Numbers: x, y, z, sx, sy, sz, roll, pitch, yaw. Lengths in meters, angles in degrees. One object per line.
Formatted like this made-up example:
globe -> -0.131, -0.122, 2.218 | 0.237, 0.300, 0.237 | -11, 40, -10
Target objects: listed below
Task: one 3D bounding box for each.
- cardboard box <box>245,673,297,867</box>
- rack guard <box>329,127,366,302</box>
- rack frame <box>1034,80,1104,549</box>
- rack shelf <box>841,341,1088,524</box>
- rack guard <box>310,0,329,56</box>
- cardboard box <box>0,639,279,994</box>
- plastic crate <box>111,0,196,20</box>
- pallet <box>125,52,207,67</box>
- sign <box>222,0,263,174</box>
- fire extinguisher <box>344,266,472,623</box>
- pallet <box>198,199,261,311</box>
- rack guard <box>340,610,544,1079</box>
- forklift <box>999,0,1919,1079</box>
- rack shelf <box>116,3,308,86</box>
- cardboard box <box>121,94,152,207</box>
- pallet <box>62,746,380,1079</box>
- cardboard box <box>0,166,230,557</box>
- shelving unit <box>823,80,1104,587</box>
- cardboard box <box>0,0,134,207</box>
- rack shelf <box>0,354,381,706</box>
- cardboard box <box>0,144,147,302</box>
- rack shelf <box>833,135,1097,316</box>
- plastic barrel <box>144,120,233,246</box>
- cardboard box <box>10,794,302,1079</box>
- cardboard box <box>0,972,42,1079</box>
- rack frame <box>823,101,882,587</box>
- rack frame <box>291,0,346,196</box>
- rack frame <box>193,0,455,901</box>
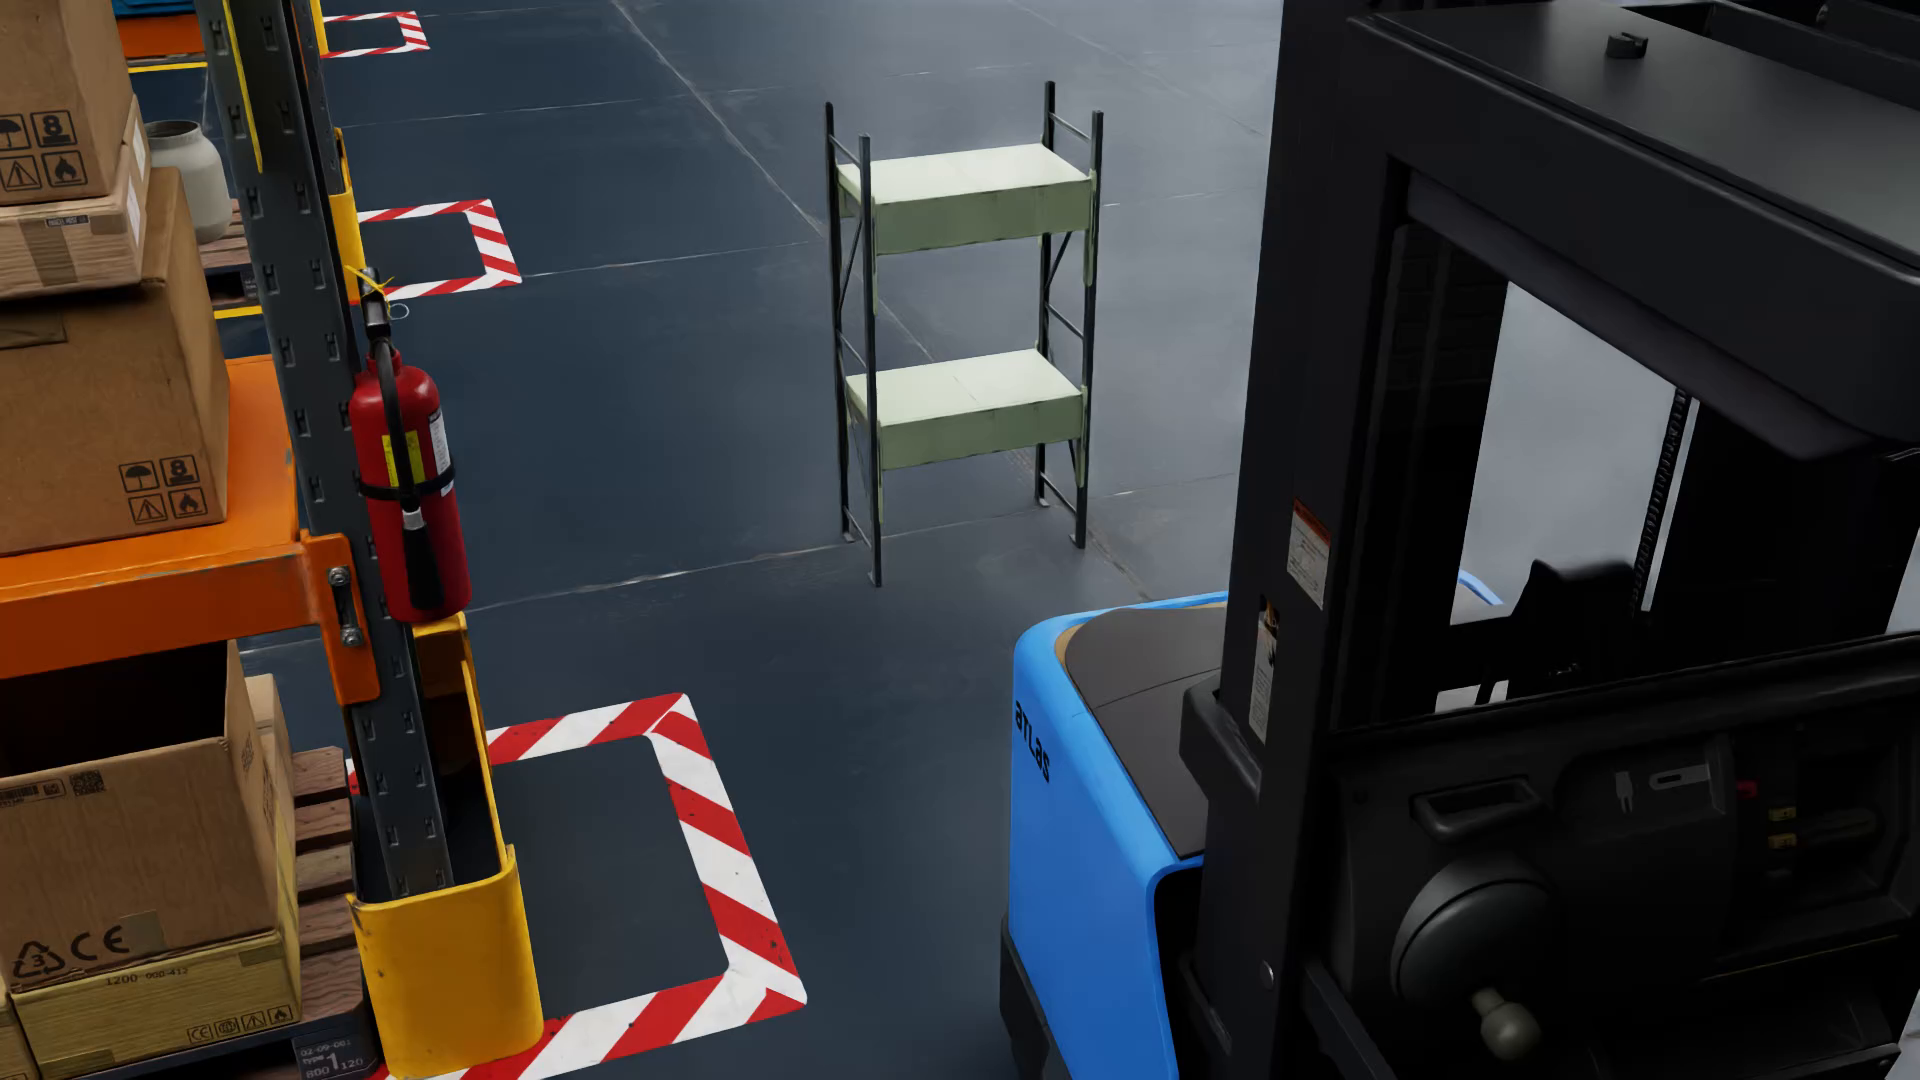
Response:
cardboard box -> -1.896, 0.602, 4.016 | 0.500, 0.250, 0.500 | -10, 31, -18
rack guard -> -3.094, -1.577, 8.013 | 0.348, 0.500, 1.175 | -10, 31, -18
rack frame -> 0.349, -0.716, 5.492 | 0.023, 1.500, 0.400 | -10, 31, -18
rack shelf -> 0.006, -0.370, 5.542 | 0.720, 0.370, 0.431 | -10, 31, -18
rack guard -> -4.838, -3.897, 12.085 | 0.348, 0.500, 1.175 | -10, 31, -18
cardboard box -> -1.715, 0.518, 3.407 | 0.500, 0.500, 0.500 | -10, 31, -18
plastic crate -> -3.404, -2.408, 7.097 | 0.616, 0.251, 0.499 | -10, 31, -18
pallet -> -5.612, -3.648, 11.939 | 1.213, 0.211, 1.003 | -10, 31, -18
sign -> -1.140, -0.751, 2.630 | 0.005, 0.325, 0.100 | -10, 31, -18
fire extinguisher -> -1.043, -0.171, 3.098 | 0.183, 0.674, 0.296 | -10, 31, -18
pallet -> -3.858, -1.314, 7.843 | 1.213, 0.211, 1.003 | -10, 31, -18
rack guard -> -1.293, 0.682, 4.047 | 0.348, 0.500, 1.175 | -10, 31, -18
forklift -> 0.978, 0.457, 1.987 | 1.130, 2.935, 3.031 | -8, 31, -14
rack shelf -> -4.914, -2.040, 7.028 | 4.000, 0.370, 1.077 | -10, 31, -18
cardboard box -> -1.759, -0.757, 3.292 | 0.250, 0.149, 0.380 | -11, 31, -18
pallet -> -2.018, 0.963, 3.846 | 1.213, 0.211, 1.003 | -10, 31, -18
cardboard box -> -1.758, -0.368, 3.265 | 0.500, 0.500, 0.700 | -10, 31, -18
shelving unit -> 0.006, -0.653, 5.381 | 0.755, 1.500, 0.431 | -10, 31, -18
cardboard box -> -1.807, -0.923, 2.928 | 0.500, 0.500, 0.700 | -10, 31, -17
rack shelf -> -3.190, 0.258, 2.993 | 4.000, 0.370, 1.077 | -10, 31, -18
cardboard box -> -1.607, -0.570, 2.965 | 0.250, 0.149, 0.380 | -11, 31, -18
rack shelf -> 0.006, -0.992, 5.188 | 0.720, 0.370, 0.431 | -10, 31, -18
plastic barrel -> -3.630, -1.651, 7.706 | 0.421, 0.512, 0.421 | 0, 30, 0
cardboard box -> -1.715, 0.842, 3.595 | 0.500, 0.250, 0.500 | -10, 31, -18
cardboard box -> -2.180, 0.934, 3.433 | 0.500, 0.250, 0.500 | -10, 31, -18
rack frame -> -0.337, -0.590, 5.270 | 0.023, 1.500, 0.400 | -10, 31, -18
rack frame -> -3.040, -2.698, 7.456 | 0.127, 3.000, 1.000 | -10, 31, -18
rack frame -> -1.316, -0.400, 3.421 | 0.127, 3.000, 1.000 | -10, 31, -18
